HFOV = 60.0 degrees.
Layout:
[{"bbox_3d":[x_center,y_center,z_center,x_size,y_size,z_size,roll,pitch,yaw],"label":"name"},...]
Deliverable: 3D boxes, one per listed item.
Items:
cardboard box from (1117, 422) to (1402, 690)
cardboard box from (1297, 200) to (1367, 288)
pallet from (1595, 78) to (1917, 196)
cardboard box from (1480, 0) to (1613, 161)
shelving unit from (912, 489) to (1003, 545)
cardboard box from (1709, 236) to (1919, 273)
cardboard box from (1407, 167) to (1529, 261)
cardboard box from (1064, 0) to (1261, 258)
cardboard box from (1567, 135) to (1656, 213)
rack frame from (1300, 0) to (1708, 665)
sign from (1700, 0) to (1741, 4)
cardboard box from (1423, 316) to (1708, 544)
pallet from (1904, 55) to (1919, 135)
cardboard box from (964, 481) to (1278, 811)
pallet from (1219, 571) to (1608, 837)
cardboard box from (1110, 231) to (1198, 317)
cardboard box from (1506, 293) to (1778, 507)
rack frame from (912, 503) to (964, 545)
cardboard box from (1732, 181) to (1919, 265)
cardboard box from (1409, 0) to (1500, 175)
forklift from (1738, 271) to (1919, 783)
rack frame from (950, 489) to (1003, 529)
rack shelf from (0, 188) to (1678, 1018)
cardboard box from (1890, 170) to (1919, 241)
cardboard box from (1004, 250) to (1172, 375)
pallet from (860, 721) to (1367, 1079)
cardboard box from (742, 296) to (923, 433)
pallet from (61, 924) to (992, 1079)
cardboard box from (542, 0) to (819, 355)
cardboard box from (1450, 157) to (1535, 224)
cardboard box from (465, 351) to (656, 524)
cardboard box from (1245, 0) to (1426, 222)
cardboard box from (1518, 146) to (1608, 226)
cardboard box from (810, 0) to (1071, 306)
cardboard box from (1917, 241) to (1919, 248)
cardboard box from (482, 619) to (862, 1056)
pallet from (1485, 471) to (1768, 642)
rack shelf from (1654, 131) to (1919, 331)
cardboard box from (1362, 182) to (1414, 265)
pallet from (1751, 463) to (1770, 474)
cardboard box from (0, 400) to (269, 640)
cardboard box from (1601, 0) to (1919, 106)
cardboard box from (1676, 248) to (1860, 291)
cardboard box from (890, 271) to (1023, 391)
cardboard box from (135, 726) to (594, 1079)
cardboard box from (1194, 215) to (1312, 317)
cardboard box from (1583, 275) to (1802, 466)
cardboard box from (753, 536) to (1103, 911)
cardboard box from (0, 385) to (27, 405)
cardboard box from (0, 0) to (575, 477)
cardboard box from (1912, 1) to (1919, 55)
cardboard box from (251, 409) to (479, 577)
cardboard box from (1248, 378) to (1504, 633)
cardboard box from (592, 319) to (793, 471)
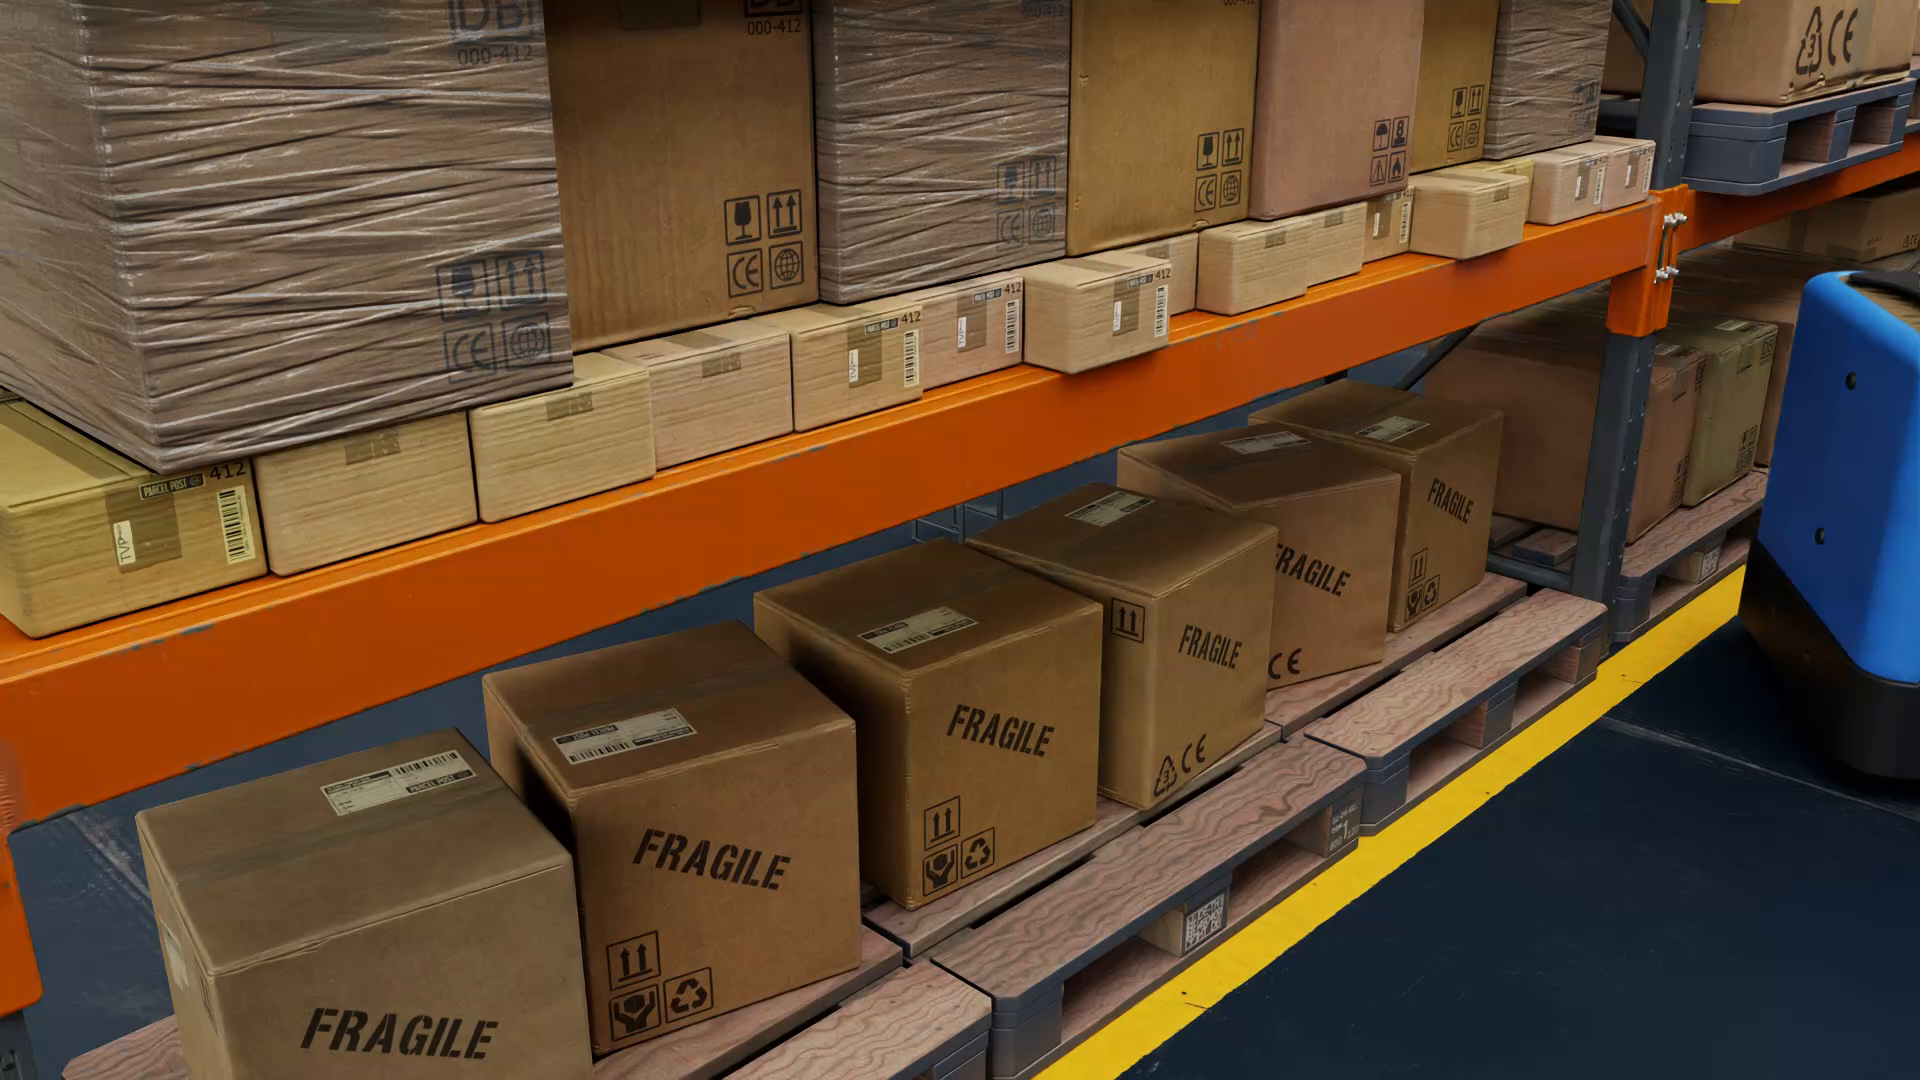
[{"bbox_3d":[0.733,0.036,4.198,0.500,0.500,0.500,-11,23,-25],"label":"cardboard box"},{"bbox_3d":[0.588,-0.621,3.360,0.380,0.149,0.250,19,28,41],"label":"cardboard box"},{"bbox_3d":[2.072,-1.247,4.905,1.003,0.211,1.213,19,28,41],"label":"pallet"},{"bbox_3d":[1.076,-1.262,4.122,0.875,0.500,0.500,19,28,41],"label":"cardboard box"},{"bbox_3d":[-0.010,-0.556,5.350,0.258,1.200,0.189,19,28,41],"label":"shelving unit"},{"bbox_3d":[3.394,-0.920,6.658,0.700,0.500,0.500,16,26,36],"label":"cardboard box"},{"bbox_3d":[1.002,-0.727,3.635,0.380,0.149,0.250,19,28,41],"label":"cardboard box"},{"bbox_3d":[0.047,-0.870,3.103,0.875,0.500,0.500,19,28,41],"label":"cardboard box"},{"bbox_3d":[1.495,-0.930,4.164,0.380,0.149,0.250,19,28,41],"label":"cardboard box"},{"bbox_3d":[1.435,-1.176,4.454,1.000,3.000,0.127,19,28,41],"label":"rack frame"},{"bbox_3d":[1.829,-1.447,3.950,0.100,0.325,0.005,19,28,41],"label":"sign"},{"bbox_3d":[1.878,-0.367,5.220,0.700,0.500,0.500,17,27,37],"label":"cardboard box"},{"bbox_3d":[2.873,-1.596,5.813,1.003,0.211,1.213,19,28,41],"label":"pallet"},{"bbox_3d":[0.356,0.216,3.731,0.500,0.500,0.500,16,26,36],"label":"cardboard box"},{"bbox_3d":[0.991,0.307,4.482,1.003,0.211,1.213,19,28,41],"label":"pallet"},{"bbox_3d":[0.209,-0.503,3.053,0.380,0.149,0.250,19,28,41],"label":"cardboard box"},{"bbox_3d":[2.225,-0.485,5.527,0.700,0.500,0.500,19,28,40],"label":"cardboard box"},{"bbox_3d":[-0.074,-0.533,5.288,0.240,1.200,0.006,19,28,41],"label":"rack frame"},{"bbox_3d":[3.416,-1.274,6.535,0.500,0.250,0.500,-16,26,-36],"label":"cardboard box"},{"bbox_3d":[0.702,-1.142,3.811,0.875,0.500,0.500,19,28,41],"label":"cardboard box"},{"bbox_3d":[3.672,-0.842,3.679,3.031,2.935,1.130,3,21,9],"label":"forklift"},{"bbox_3d":[0.054,-0.580,5.411,0.240,1.200,0.006,19,28,41],"label":"rack frame"},{"bbox_3d":[0.039,-0.326,3.245,1.077,0.370,4.000,19,28,41],"label":"rack shelf"},{"bbox_3d":[3.779,-1.413,6.896,0.500,0.250,0.500,-19,28,-40],"label":"cardboard box"},{"bbox_3d":[0.130,-0.406,2.799,0.380,0.149,0.250,19,28,41],"label":"cardboard box"},{"bbox_3d":[0.140,0.622,3.662,1.003,0.211,1.213,19,28,41],"label":"pallet"},{"bbox_3d":[-0.274,-0.296,2.515,0.380,0.149,0.250,19,28,41],"label":"cardboard box"},{"bbox_3d":[-0.711,0.934,2.850,1.003,0.211,1.213,19,28,41],"label":"pallet"},{"bbox_3d":[-0.690,-0.627,2.470,0.875,0.500,0.500,19,28,41],"label":"cardboard box"},{"bbox_3d":[1.097,-0.819,3.875,0.380,0.149,0.250,19,28,41],"label":"cardboard box"},{"bbox_3d":[-0.613,-0.164,2.171,0.380,0.149,0.250,19,28,41],"label":"cardboard box"},{"bbox_3d":[0.426,-0.988,3.411,0.875,0.500,0.500,19,28,41],"label":"cardboard box"},{"bbox_3d":[1.314,-0.868,4.003,0.380,0.149,0.250,19,28,41],"label":"cardboard box"},{"bbox_3d":[-0.310,-0.744,2.776,0.875,0.500,0.500,19,28,41],"label":"cardboard box"},{"bbox_3d":[3.772,-1.066,7.038,0.700,0.500,0.500,17,27,38],"label":"cardboard box"},{"bbox_3d":[-0.516,0.504,2.981,0.500,0.500,0.500,-12,24,-28],"label":"cardboard box"},{"bbox_3d":[1.977,-0.075,5.476,1.003,0.211,1.213,19,28,41],"label":"pallet"},{"bbox_3d":[2.830,-1.355,5.921,1.077,0.370,4.000,19,28,41],"label":"rack shelf"},{"bbox_3d":[0.733,-0.696,3.554,0.380,0.149,0.250,19,28,41],"label":"cardboard box"},{"bbox_3d":[2.828,-0.390,6.296,1.003,0.211,1.213,19,28,41],"label":"pallet"},{"bbox_3d":[-0.986,-0.044,1.859,0.380,0.149,0.250,19,28,41],"label":"cardboard box"},{"bbox_3d":[2.089,-1.822,4.711,1.000,1.000,1.000,19,28,41],"label":"cardboard box"},{"bbox_3d":[3.004,-0.773,6.275,0.500,0.500,0.700,-17,27,-38],"label":"cardboard box"},{"bbox_3d":[-0.119,-0.367,2.700,0.380,0.149,0.250,19,28,41],"label":"cardboard box"},{"bbox_3d":[-0.908,0.666,2.559,0.500,0.500,0.500,-14,25,-32],"label":"cardboard box"},{"bbox_3d":[0.438,-0.548,3.170,0.380,0.149,0.250,19,28,41],"label":"cardboard box"},{"bbox_3d":[2.615,-0.629,5.901,0.700,0.500,0.500,16,26,36],"label":"cardboard box"},{"bbox_3d":[-0.065,0.348,3.387,0.500,0.500,0.500,-17,27,-37],"label":"cardboard box"},{"bbox_3d":[-1.305,-0.156,2.149,0.380,0.149,0.250,19,28,41],"label":"cardboard box"},{"bbox_3d":[-0.952,-0.468,2.057,0.875,0.500,0.500,19,28,41],"label":"cardboard box"},{"bbox_3d":[3.255,-1.842,5.787,0.396,0.266,0.258,18,28,39],"label":"cardboard box"},{"bbox_3d":[-0.798,-0.104,2.014,0.380,0.149,0.250,19,28,41],"label":"cardboard box"},{"bbox_3d":[1.127,-0.113,4.586,0.500,0.500,0.500,18,28,39],"label":"cardboard box"},{"bbox_3d":[-0.453,-0.234,2.352,0.380,0.149,0.250,19,28,41],"label":"cardboard box"}]
